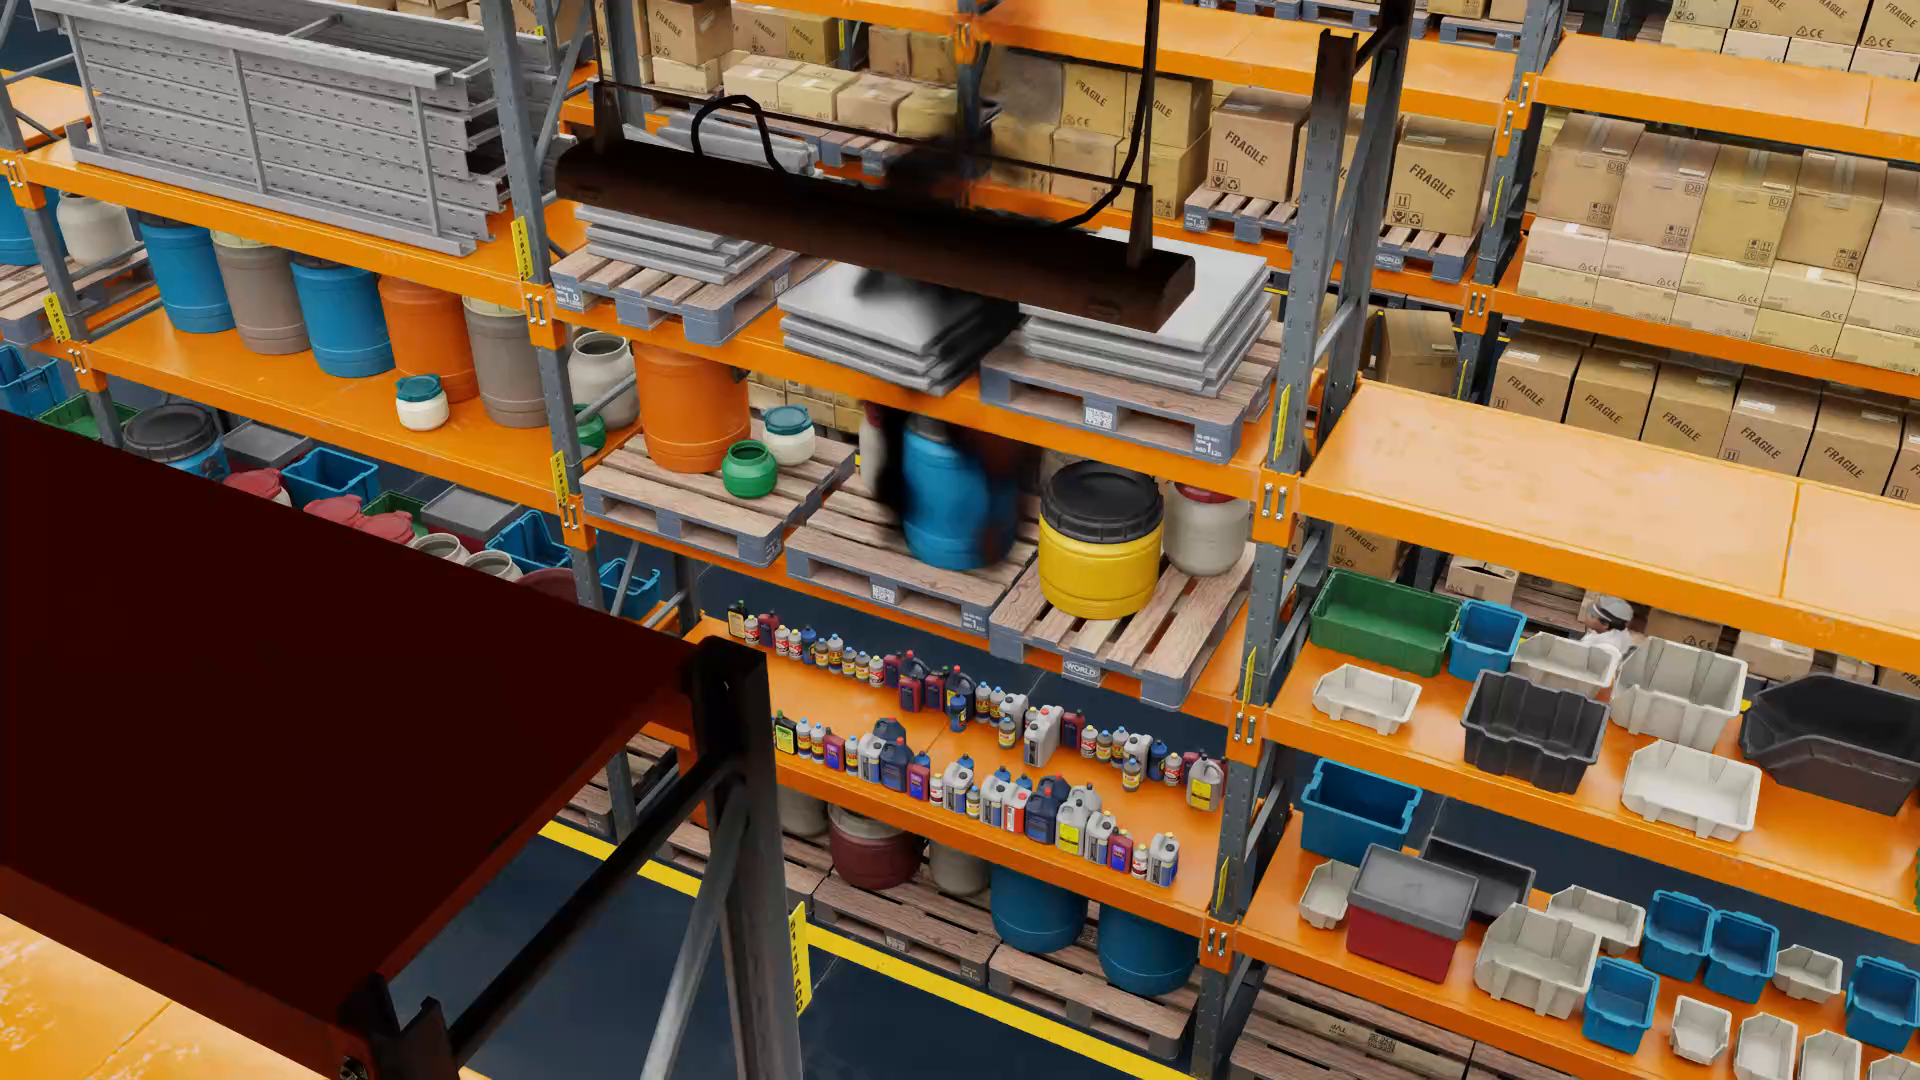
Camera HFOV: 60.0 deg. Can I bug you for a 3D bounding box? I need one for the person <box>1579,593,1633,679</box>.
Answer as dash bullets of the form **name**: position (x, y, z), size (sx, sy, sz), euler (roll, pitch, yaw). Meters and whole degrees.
- **person**: position (4.152, 0.990, 10.970), size (0.569, 1.545, 0.603), euler (10, 36, 14)
